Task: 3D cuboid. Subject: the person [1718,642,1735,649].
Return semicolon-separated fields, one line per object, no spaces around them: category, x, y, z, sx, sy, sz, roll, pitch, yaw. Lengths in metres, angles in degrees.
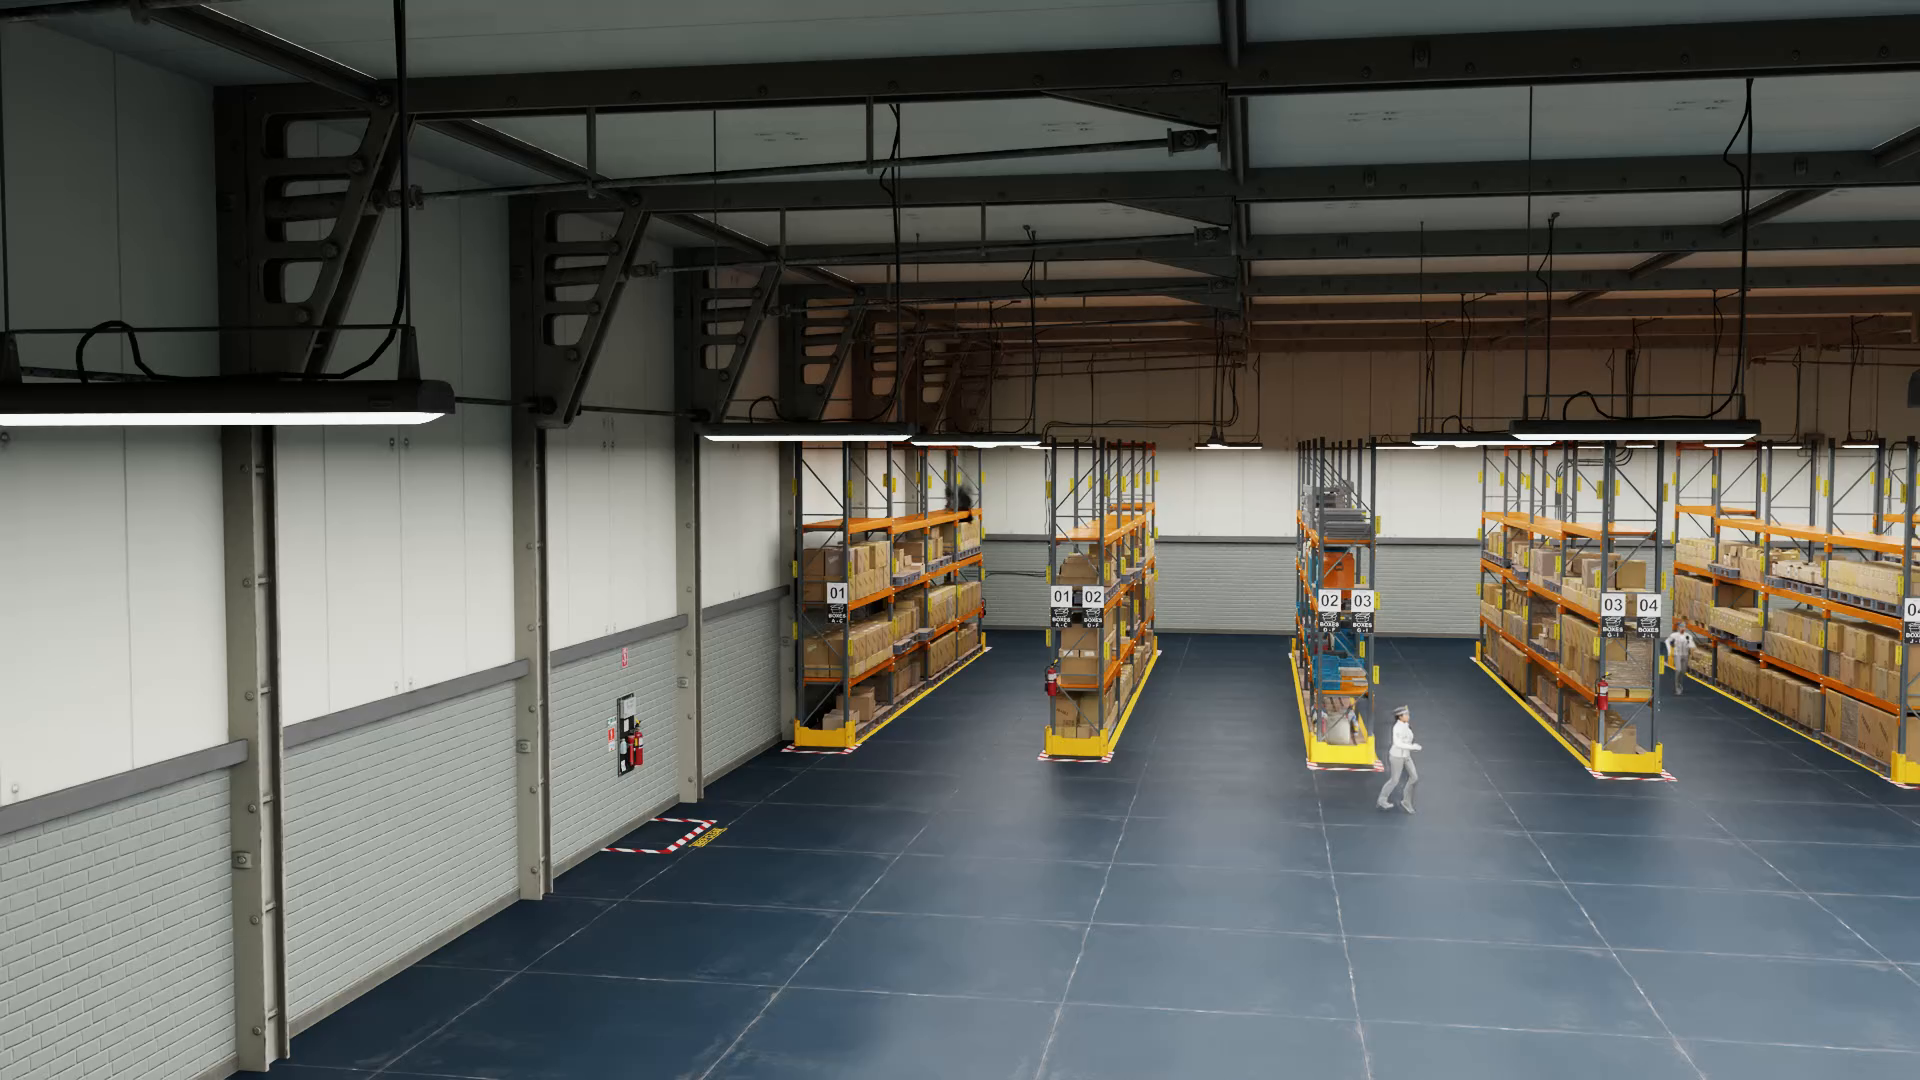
person;20.823;2.459;45.366;0.715;1.764;0.852;-1;3;-23

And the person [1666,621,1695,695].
person;17.098;2.789;39.436;0.583;1.750;0.746;0;3;7

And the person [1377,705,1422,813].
person;7.011;3.496;26.431;0.721;1.764;0.632;2;4;36
